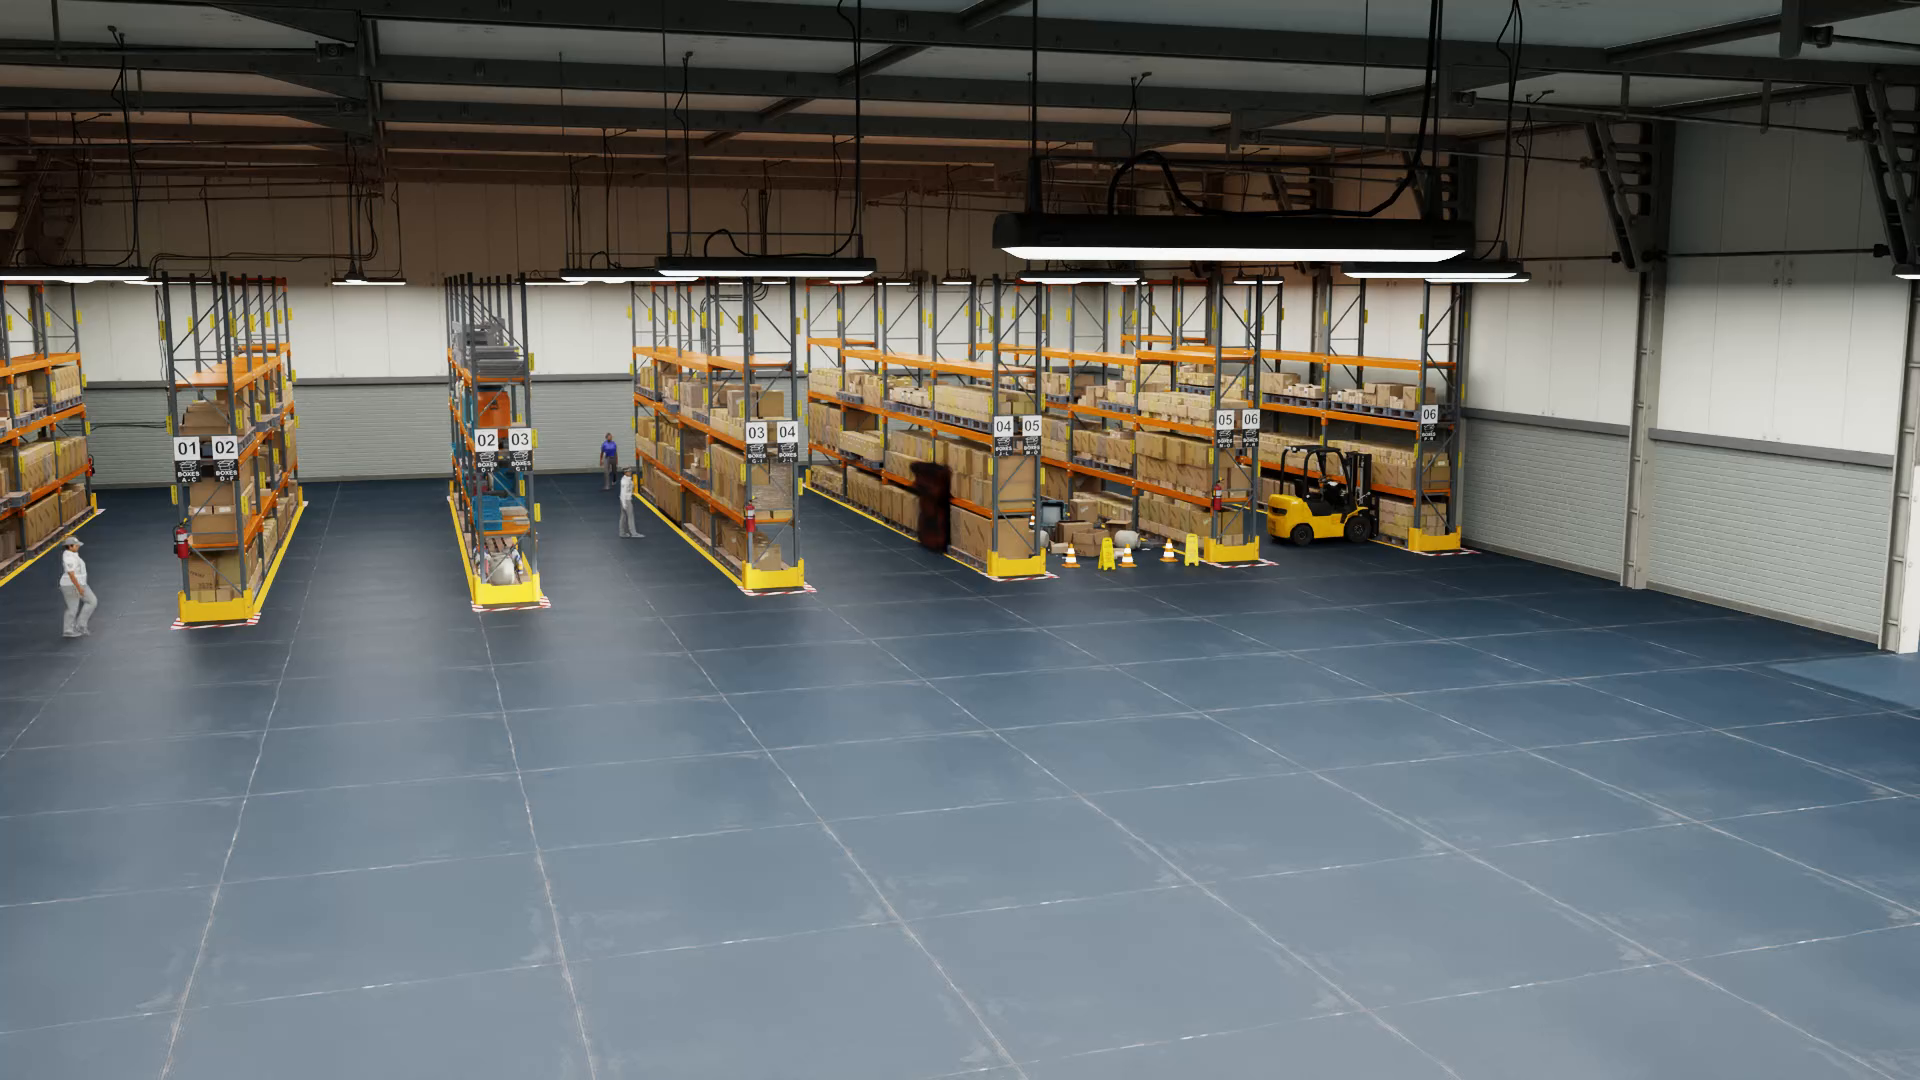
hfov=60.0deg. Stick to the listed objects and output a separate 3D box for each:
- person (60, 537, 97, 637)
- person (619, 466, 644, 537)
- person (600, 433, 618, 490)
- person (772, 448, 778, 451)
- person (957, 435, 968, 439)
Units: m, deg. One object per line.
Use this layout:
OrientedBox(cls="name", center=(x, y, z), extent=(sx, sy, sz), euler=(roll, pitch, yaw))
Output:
OrientedBox(cls="person", center=(-14.580, 0.786, 27.419), extent=(0.502, 1.693, 0.502), euler=(-1, 9, -8))
OrientedBox(cls="person", center=(-7.628, -0.898, 38.501), extent=(0.557, 1.665, 0.513), euler=(-2, 9, -13))
OrientedBox(cls="person", center=(-10.071, -2.271, 47.674), extent=(0.508, 1.622, 0.974), euler=(-2, 9, -14))
OrientedBox(cls="person", center=(-5.192, -2.071, 45.798), extent=(0.361, 1.799, 0.585), euler=(-8, 12, -44))
OrientedBox(cls="person", center=(0.188, -2.882, 51.219), extent=(0.807, 1.754, 0.617), euler=(-3, 9, -19))
